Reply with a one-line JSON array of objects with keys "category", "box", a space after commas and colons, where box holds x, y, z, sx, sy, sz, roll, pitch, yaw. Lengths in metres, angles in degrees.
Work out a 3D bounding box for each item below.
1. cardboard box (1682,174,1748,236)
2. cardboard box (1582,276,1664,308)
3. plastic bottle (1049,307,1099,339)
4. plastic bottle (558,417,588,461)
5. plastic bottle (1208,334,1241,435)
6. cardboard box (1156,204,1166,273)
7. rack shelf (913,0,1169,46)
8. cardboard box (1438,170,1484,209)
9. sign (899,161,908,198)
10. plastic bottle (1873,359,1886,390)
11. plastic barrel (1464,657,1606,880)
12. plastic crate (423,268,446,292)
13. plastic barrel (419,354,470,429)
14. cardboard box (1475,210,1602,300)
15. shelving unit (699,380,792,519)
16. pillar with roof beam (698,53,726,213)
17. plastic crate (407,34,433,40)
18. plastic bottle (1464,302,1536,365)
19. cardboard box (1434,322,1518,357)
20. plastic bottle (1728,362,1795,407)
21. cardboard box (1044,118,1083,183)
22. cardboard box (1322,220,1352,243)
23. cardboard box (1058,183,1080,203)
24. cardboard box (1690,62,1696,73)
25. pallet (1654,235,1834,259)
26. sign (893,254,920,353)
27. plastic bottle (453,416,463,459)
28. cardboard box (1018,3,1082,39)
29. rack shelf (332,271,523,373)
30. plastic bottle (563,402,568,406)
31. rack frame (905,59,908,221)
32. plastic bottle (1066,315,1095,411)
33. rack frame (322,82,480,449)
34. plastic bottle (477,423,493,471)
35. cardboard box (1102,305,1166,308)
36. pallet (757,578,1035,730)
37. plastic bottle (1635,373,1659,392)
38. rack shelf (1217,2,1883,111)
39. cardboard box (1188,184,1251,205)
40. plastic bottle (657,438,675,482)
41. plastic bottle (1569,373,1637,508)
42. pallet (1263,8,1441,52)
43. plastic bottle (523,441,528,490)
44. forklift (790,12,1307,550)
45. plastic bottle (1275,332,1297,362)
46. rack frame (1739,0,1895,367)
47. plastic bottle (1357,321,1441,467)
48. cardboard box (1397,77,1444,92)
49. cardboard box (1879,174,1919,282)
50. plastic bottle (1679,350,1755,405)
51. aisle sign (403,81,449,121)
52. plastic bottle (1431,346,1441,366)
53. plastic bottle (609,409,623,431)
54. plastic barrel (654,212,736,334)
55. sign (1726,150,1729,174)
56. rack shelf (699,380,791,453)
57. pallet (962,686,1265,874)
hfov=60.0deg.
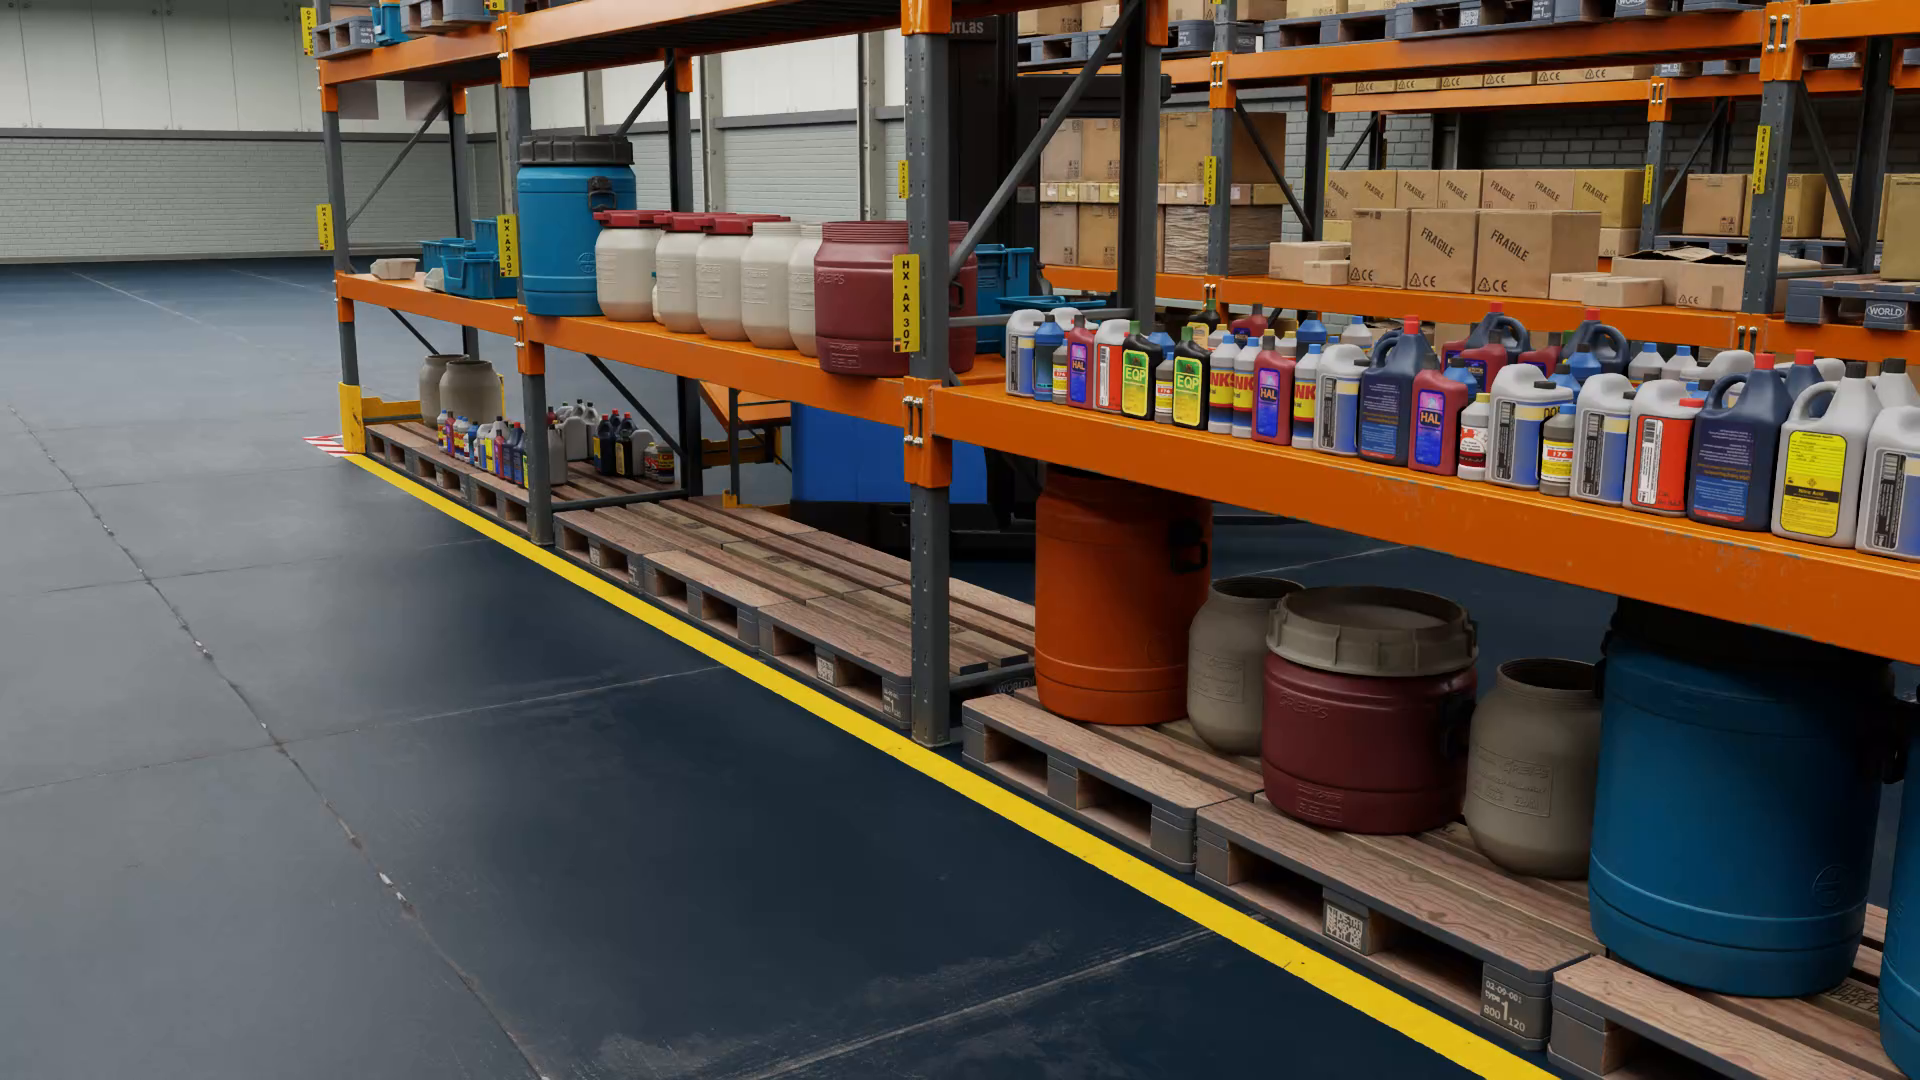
[{"category": "cardboard box", "box": [6.558, -2.837, 14.050, 0.700, 0.500, 0.500, -8, 15, -33]}, {"category": "cardboard box", "box": [3.671, -1.374, 9.211, 0.380, 0.149, 0.250, -8, 15, -33]}, {"category": "plastic bottle", "box": [0.371, -0.626, 5.493, 0.152, 0.276, 0.135, -8, 15, -33]}, {"category": "plastic bottle", "box": [-2.494, -0.659, 10.701, 0.152, 0.276, 0.135, -8, 15, -33]}, {"category": "plastic bottle", "box": [0.744, -0.435, 4.630, 0.097, 0.271, 0.097, 0, 12, 0]}, {"category": "cardboard box", "box": [1.634, -2.301, 12.628, 0.700, 0.500, 0.500, -8, 15, -33]}, {"category": "rack shelf", "box": [1.381, -1.542, 4.054, 1.077, 0.370, 4.000, -8, 15, -33]}, {"category": "cardboard box", "box": [4.945, -3.289, 15.931, 0.500, 0.500, 0.500, -8, 14, -31]}, {"category": "sign", "box": [-0.499, -3.189, 14.712, 0.100, 0.325, 0.005, -8, 15, -33]}, {"category": "plastic bottle", "box": [2.149, -0.289, 3.935, 0.061, 0.283, 0.133, -8, 15, -33]}, {"category": "plastic barrel", "box": [1.572, 0.602, 4.427, 0.421, 0.512, 0.421, 0, 12, 0]}, {"category": "plastic crate", "box": [-3.053, -1.625, 10.389, 0.530, 0.136, 0.437, -8, 15, -33]}, {"category": "plastic barrel", "box": [-3.731, -1.088, 12.157, 0.421, 0.512, 0.421, 0, 12, 0]}, {"category": "cardboard box", "box": [3.456, -1.715, 9.947, 0.500, 0.500, 0.500, -9, 15, -36]}, {"category": "shelving unit", "box": [-1.189, -0.944, 9.497, 0.587, 1.500, 1.083, -7, 25, -20]}, {"category": "pillar with roof beam", "box": [-8.360, -8.979, 29.359, 9.100, 9.000, 0.400, -8, 15, -33]}, {"category": "plastic crate", "box": [-3.169, -3.069, 9.972, 0.243, 0.136, 0.396, -8, 15, -33]}, {"category": "plastic bottle", "box": [1.539, -0.502, 4.750, 0.144, 0.351, 0.185, -8, 15, -33]}, {"category": "cardboard box", "box": [5.077, -2.001, 16.314, 0.700, 0.500, 0.500, -9, 15, -36]}, {"category": "plastic bottle", "box": [1.911, -0.286, 3.938, 0.152, 0.276, 0.135, -8, 15, -33]}, {"category": "cardboard box", "box": [1.097, -3.109, 13.288, 0.700, 0.500, 0.500, -8, 15, -33]}, {"category": "cardboard box", "box": [4.094, -3.191, 17.238, 0.500, 0.250, 0.500, -9, 15, -34]}, {"category": "cardboard box", "box": [1.002, -2.742, 13.128, 0.380, 0.149, 0.250, -8, 14, -31]}, {"category": "cardboard box", "box": [6.243, -4.309, 14.741, 0.500, 0.500, 0.500, -8, 14, -31]}, {"category": "pallet", "box": [6.607, -2.421, 13.860, 1.003, 0.211, 1.213, -8, 15, -33]}, {"category": "sign", "box": [-0.181, -0.797, 5.603, 0.100, 0.325, 0.005, -8, 15, -33]}, {"category": "plastic bottle", "box": [-3.224, -0.668, 10.753, 0.097, 0.271, 0.097, 0, 12, 0]}, {"category": "cardboard box", "box": [0.659, -4.252, 13.219, 0.500, 0.500, 0.500, -8, 15, -33]}, {"category": "rack shelf", "box": [-3.051, -1.499, 10.881, 1.077, 0.370, 4.000, -8, 15, -33]}, {"category": "plastic bottle", "box": [-2.697, -0.801, 11.332, 0.061, 0.283, 0.133, -8, 14, -31]}, {"category": "rack frame", "box": [-0.033, -2.792, 15.108, 1.000, 3.000, 0.127, -8, 15, -33]}, {"category": "plastic bottle", "box": [0.388, -0.548, 5.118, 0.061, 0.283, 0.133, -8, 15, -33]}, {"category": "rack frame", "box": [-4.159, -2.207, 12.430, 1.000, 3.000, 0.127, -8, 15, -33]}, {"category": "plastic bottle", "box": [-2.912, -0.581, 10.342, 0.152, 0.276, 0.135, -8, 15, -32]}, {"category": "cardboard box", "box": [1.354, -1.695, 13.789, 0.500, 0.500, 0.500, -8, 15, -33]}, {"category": "pallet", "box": [-0.124, 0.436, 6.873, 1.003, 0.211, 1.213, -8, 15, -33]}, {"category": "plastic bottle", "box": [1.539, -0.238, 3.730, 0.097, 0.271, 0.097, 0, 12, 0]}, {"category": "rack shelf", "box": [3.291, -2.839, 9.985, 1.077, 0.370, 4.000, -8, 15, -33]}, {"category": "cardboard box", "box": [1.854, -2.469, 11.881, 0.380, 0.149, 0.250, -8, 15, -33]}, {"category": "plastic bottle", "box": [-1.755, -0.486, 9.918, 0.097, 0.271, 0.097, 0, 12, 0]}, {"category": "plastic bottle", "box": [1.446, -0.222, 3.647, 0.152, 0.276, 0.135, -8, 15, -33]}, {"category": "pallet", "box": [2.682, -3.297, 10.845, 0.805, 0.209, 1.217, -9, 15, -35]}, {"category": "plastic bottle", "box": [-2.484, -0.430, 9.633, 0.061, 0.283, 0.133, -7, 14, -30]}, {"category": "forklift", "box": [0.624, -1.424, 9.011, 3.031, 2.935, 1.130, 1, 12, 3]}, {"category": "plastic bottle", "box": [1.083, -0.584, 5.477, 0.097, 0.201, 0.097, 0, 12, 0]}, {"category": "rack frame", "box": [4.399, -1.369, 8.602, 1.000, 3.000, 0.127, -8, 15, -33]}, {"category": "plastic bottle", "box": [1.098, -0.369, 4.143, 0.144, 0.351, 0.185, -8, 15, -33]}, {"category": "cardboard box", "box": [4.624, -4.622, 16.176, 0.500, 0.500, 0.500, -7, 14, -30]}, {"category": "cardboard box", "box": [4.842, -1.525, 8.096, 0.500, 0.500, 0.700, 9, 15, 36]}, {"category": "plastic bottle", "box": [1.909, -0.345, 4.209, 0.152, 0.276, 0.135, -8, 15, -33]}, {"category": "aisle sign", "box": [-3.952, -3.524, 12.372, 0.394, 0.787, 0.004, -8, 15, -33]}, {"category": "plastic bottle", "box": [1.407, -0.480, 5.002, 0.097, 0.201, 0.097, 0, 12, 0]}, {"category": "plastic bottle", "box": [-2.149, -0.642, 10.448, 0.144, 0.351, 0.185, -9, 15, -35]}, {"category": "plastic barrel", "box": [-1.189, -1.235, 7.669, 0.433, 0.535, 0.433, 0, 12, 0]}, {"category": "sign", "box": [6.765, -3.300, 14.719, 0.100, 0.325, 0.005, -8, 15, -33]}, {"category": "rack shelf", "box": [-1.198, -0.783, 9.578, 0.538, 0.185, 1.000, -7, 25, -20]}, {"category": "pallet", "box": [0.745, 0.714, 5.604, 1.003, 0.211, 1.213, -8, 15, -33]}]
